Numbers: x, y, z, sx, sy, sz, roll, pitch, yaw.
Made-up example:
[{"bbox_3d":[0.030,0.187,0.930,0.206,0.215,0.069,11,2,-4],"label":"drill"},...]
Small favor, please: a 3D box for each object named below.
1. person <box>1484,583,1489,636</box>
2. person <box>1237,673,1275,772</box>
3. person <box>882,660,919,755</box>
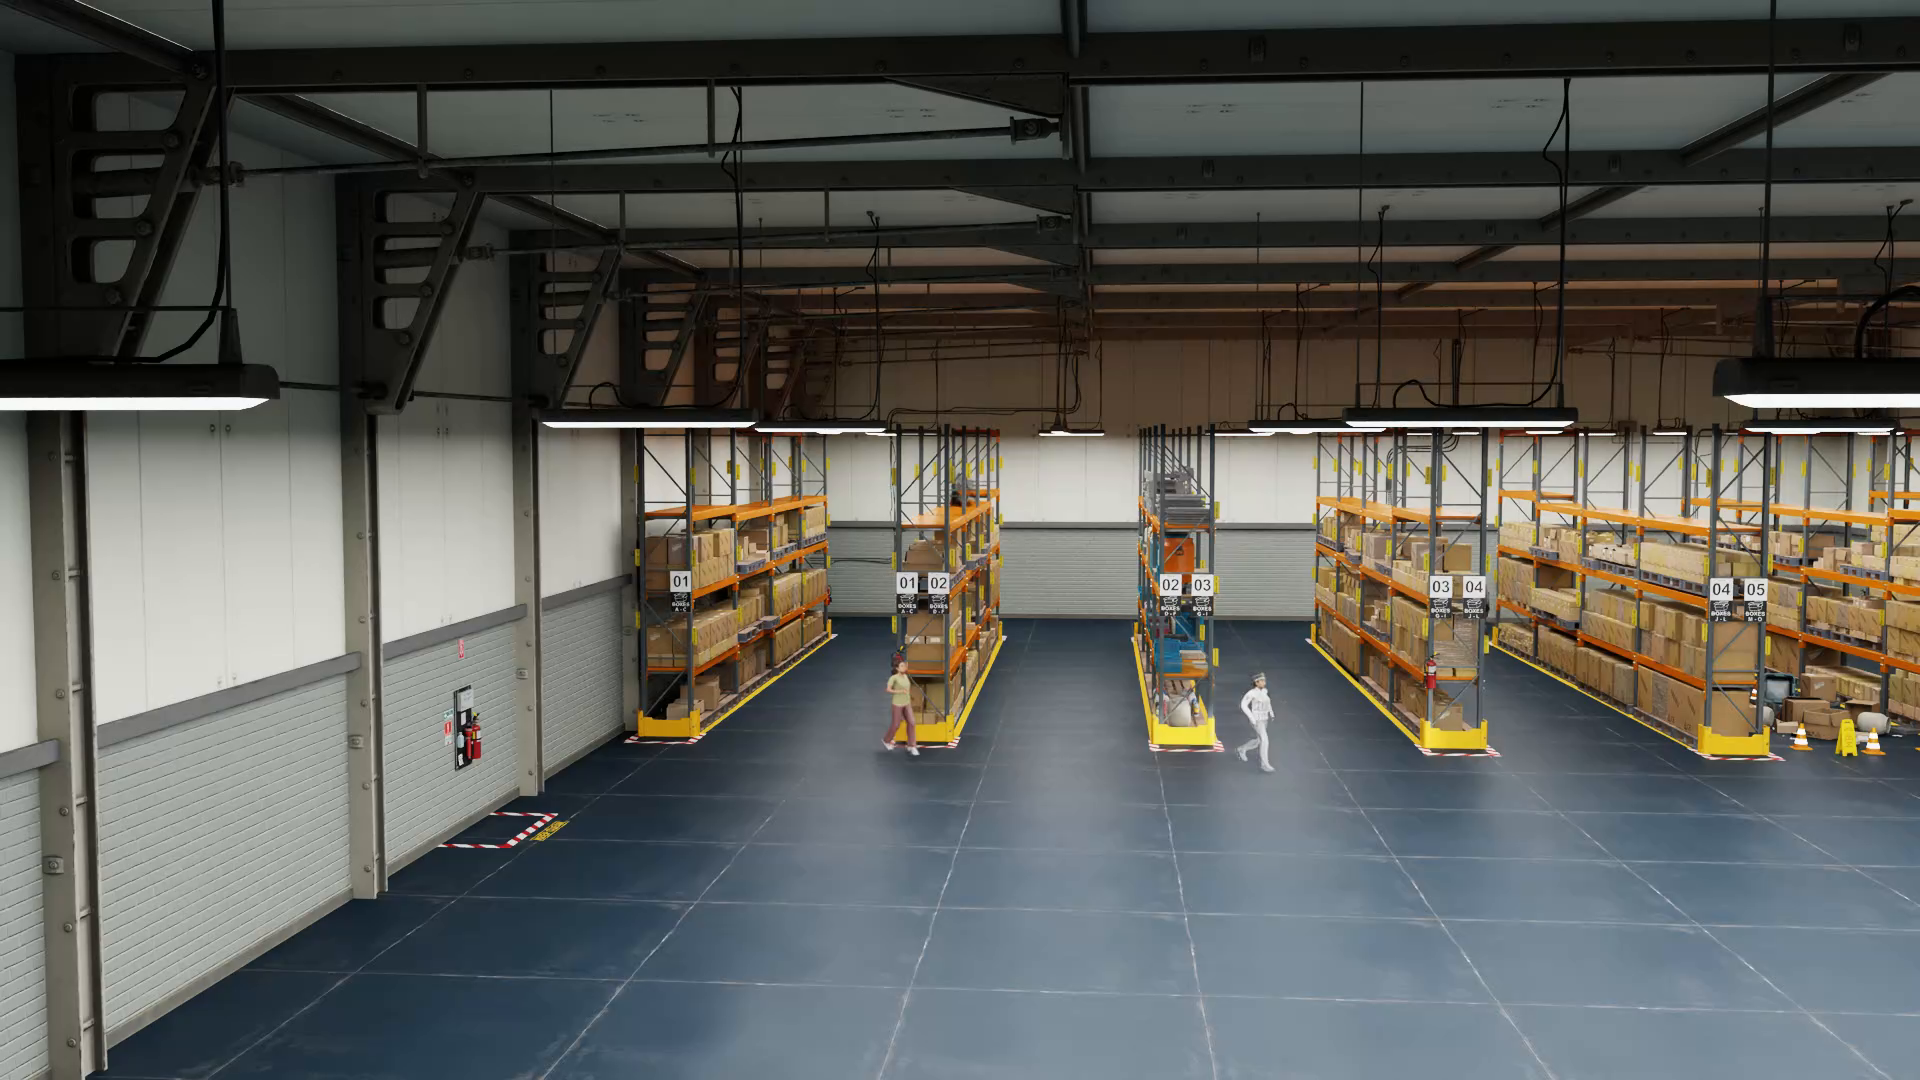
[{"bbox_3d":[14.861,2.010,47.393,0.594,1.664,0.661,0,3,-6],"label":"person"},{"bbox_3d":[5.151,3.143,28.885,0.797,1.682,0.632,3,5,43],"label":"person"},{"bbox_3d":[-1.081,3.027,30.232,0.584,1.691,0.854,-3,5,-40],"label":"person"}]
